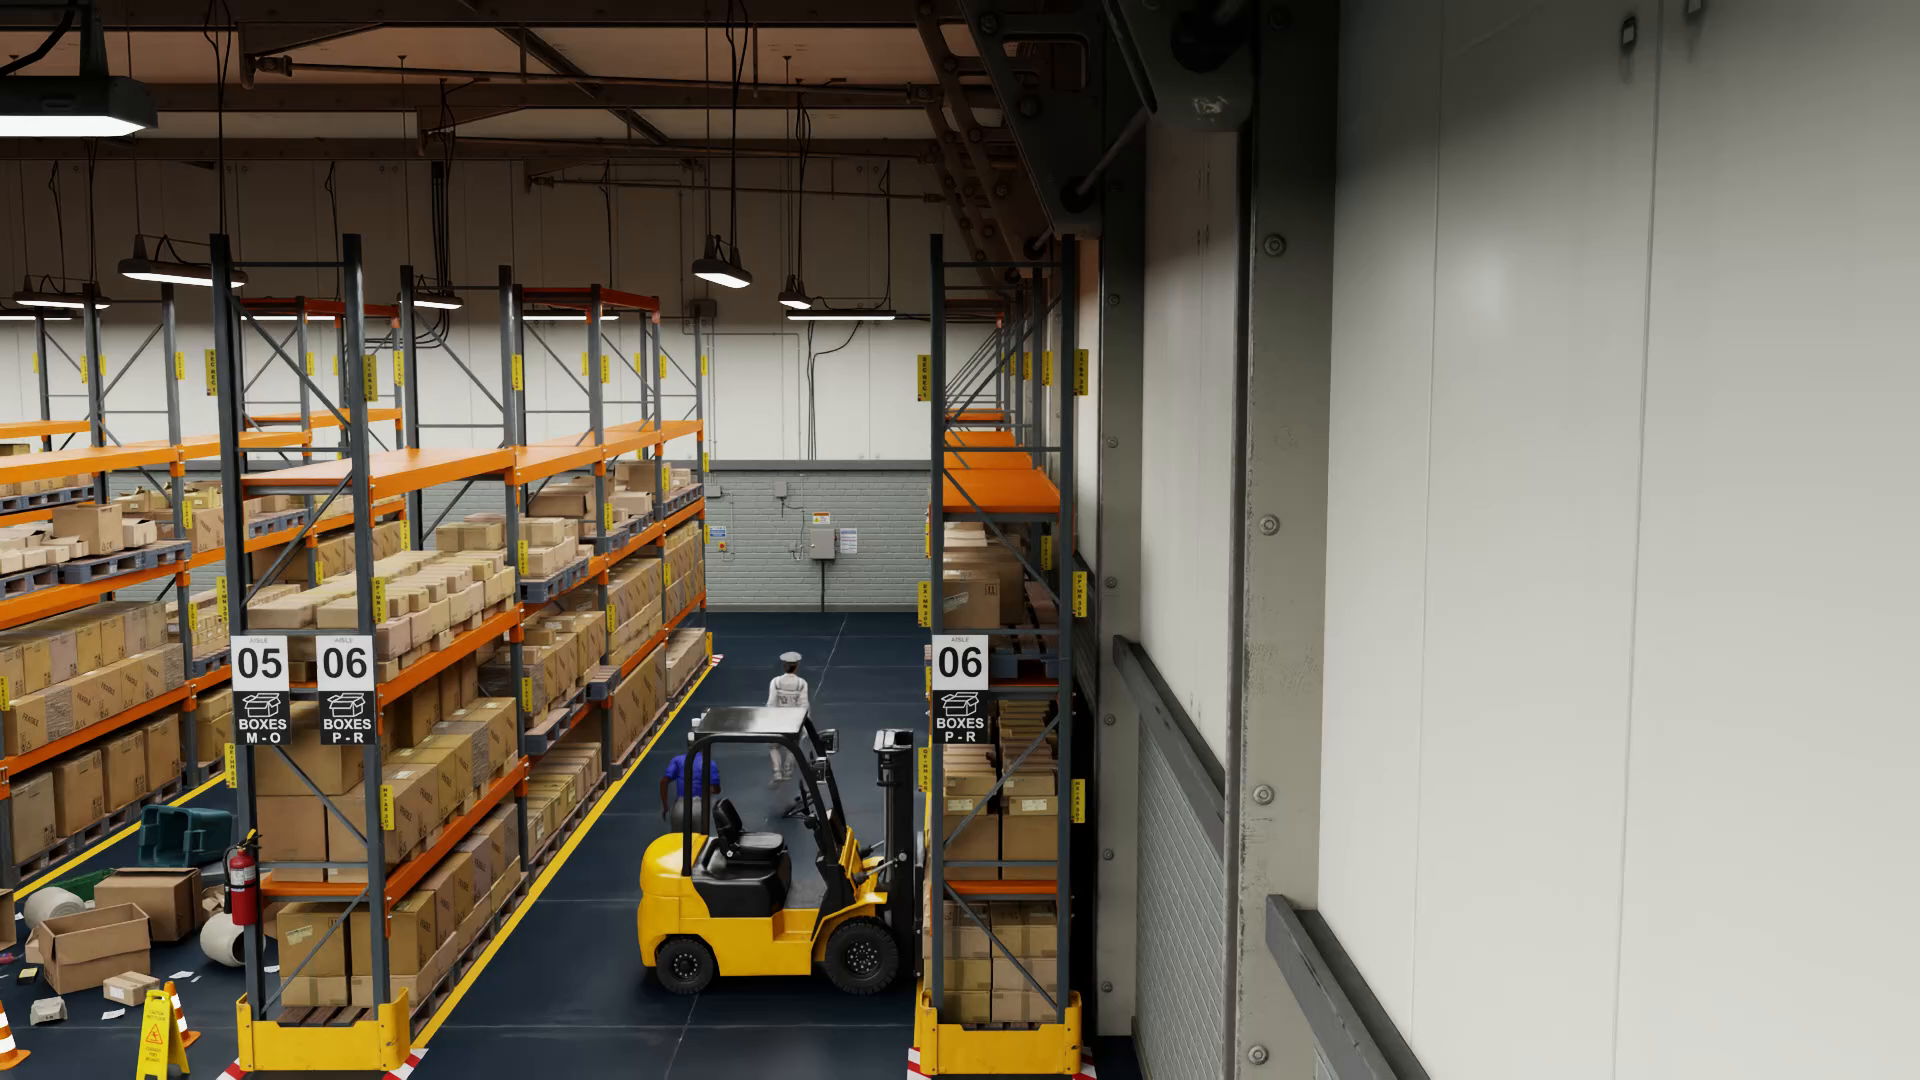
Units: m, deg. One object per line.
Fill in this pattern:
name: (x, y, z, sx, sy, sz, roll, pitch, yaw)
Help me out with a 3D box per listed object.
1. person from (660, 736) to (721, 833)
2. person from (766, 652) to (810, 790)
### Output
person: (-2.602, 2.629, 16.106, 0.577, 1.553, 0.721, 0, 6, 1)
person: (-1.995, 2.091, 19.198, 0.520, 1.582, 0.539, 0, 6, -3)
